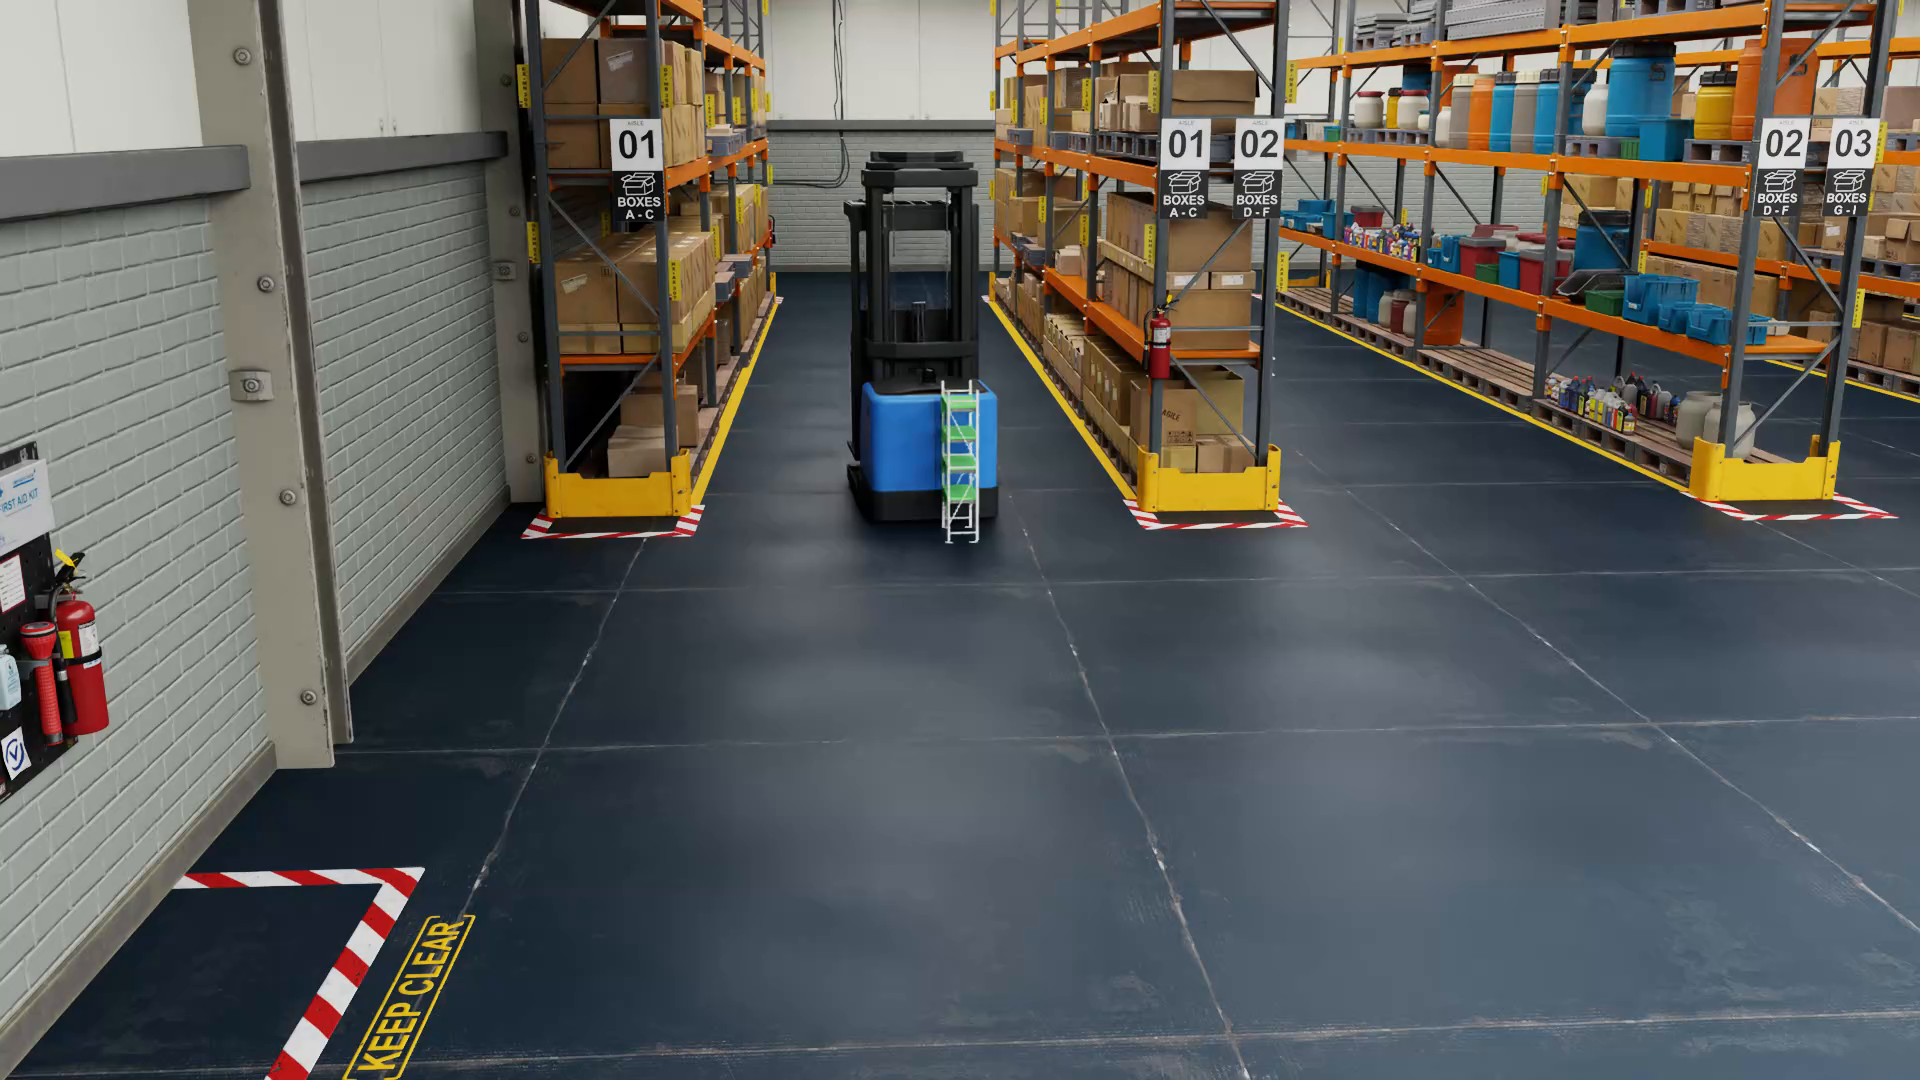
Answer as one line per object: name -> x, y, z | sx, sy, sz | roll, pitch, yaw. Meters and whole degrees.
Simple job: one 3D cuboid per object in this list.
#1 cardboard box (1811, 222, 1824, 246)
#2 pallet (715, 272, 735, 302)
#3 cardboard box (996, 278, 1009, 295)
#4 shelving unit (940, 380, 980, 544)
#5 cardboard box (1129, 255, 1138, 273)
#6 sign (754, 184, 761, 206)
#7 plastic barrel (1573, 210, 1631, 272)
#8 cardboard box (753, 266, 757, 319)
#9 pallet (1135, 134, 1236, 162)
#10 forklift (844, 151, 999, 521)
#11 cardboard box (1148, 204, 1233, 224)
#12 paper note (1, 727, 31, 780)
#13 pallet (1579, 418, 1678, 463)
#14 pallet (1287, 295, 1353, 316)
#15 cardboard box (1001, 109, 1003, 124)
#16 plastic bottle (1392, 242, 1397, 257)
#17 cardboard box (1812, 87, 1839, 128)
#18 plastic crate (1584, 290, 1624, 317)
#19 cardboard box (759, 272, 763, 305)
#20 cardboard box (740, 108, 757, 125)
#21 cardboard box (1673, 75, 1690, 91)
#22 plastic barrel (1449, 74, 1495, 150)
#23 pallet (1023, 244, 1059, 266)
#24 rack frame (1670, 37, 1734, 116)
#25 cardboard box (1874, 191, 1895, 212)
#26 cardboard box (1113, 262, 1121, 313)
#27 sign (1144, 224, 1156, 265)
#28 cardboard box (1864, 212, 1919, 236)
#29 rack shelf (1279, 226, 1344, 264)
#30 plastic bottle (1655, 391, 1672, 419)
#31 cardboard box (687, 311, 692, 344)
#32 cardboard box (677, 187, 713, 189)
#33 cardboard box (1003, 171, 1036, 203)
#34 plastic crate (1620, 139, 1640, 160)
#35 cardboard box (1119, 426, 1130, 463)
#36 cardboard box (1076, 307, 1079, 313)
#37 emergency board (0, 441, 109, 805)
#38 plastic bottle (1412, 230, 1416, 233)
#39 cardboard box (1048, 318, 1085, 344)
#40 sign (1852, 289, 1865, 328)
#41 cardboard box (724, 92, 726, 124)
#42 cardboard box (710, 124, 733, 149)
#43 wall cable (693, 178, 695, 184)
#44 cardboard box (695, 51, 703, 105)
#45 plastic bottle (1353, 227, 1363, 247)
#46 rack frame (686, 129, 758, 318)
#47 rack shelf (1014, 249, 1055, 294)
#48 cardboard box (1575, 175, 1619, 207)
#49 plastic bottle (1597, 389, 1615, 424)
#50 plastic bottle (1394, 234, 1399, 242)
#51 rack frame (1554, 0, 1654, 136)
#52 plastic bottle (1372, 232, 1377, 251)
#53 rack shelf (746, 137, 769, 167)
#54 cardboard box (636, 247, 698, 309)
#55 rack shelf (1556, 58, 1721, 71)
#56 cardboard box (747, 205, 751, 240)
cardboard box -> 11.732, -4.060, 22.586 | 0.500, 0.500, 0.500 | 0, 14, -2
pallet -> -2.995, -2.762, 18.126 | 1.003, 0.211, 1.213 | -1, 14, -3
cardboard box -> 0.889, -4.342, 28.517 | 0.500, 0.250, 0.500 | -1, 14, -3
shelving unit -> -0.002, -0.617, 13.015 | 0.258, 1.200, 0.503 | -1, 14, -6
cardboard box -> 1.786, -2.585, 15.553 | 0.380, 0.149, 0.250 | -1, 14, -4
sign -> -3.048, -5.185, 24.995 | 0.100, 0.325, 0.005 | -1, 14, -3
plastic barrel -> 7.073, -3.159, 18.278 | 0.600, 0.901, 0.708 | -1, 14, -3
cardboard box -> -3.419, -3.655, 24.682 | 0.750, 0.750, 0.750 | -1, 14, -3
pallet -> 2.081, -3.331, 14.111 | 1.003, 0.211, 1.213 | -1, 14, -3
forklift -> -0.419, -1.889, 14.488 | 1.130, 2.935, 3.031 | -2, 15, -8
cardboard box -> 2.041, -2.682, 14.626 | 0.700, 0.500, 0.500 | -1, 14, -5
paper note -> -3.323, 0.751, 5.857 | 0.016, 0.148, 0.142 | -1, 14, -3
pallet -> 6.873, -0.993, 16.463 | 1.003, 0.211, 1.213 | -1, 14, -3
pallet -> 6.136, -3.941, 27.920 | 1.003, 0.211, 1.213 | -1, 14, -3
cardboard box -> 0.941, -6.966, 27.358 | 0.500, 0.250, 0.500 | -1, 14, -3
plastic bottle -> 6.057, -4.040, 23.106 | 0.097, 0.201, 0.097 | 0, 14, 0
cardboard box -> 11.263, -5.509, 21.194 | 0.500, 0.500, 0.500 | -1, 14, -3
plastic crate -> 6.597, -2.371, 16.646 | 0.450, 0.188, 0.662 | -1, 14, -3
cardboard box -> -3.590, -4.085, 27.058 | 0.700, 0.500, 0.500 | -1, 14, -2
cardboard box -> -3.369, -6.460, 25.351 | 0.500, 0.250, 0.500 | -1, 14, -4
cardboard box -> 11.191, -7.232, 26.344 | 0.500, 0.250, 0.500 | -2, 15, -7
plastic barrel -> 6.381, -5.298, 20.572 | 0.600, 0.901, 0.600 | 0, 14, 0
pallet -> 1.491, -3.809, 22.197 | 1.213, 0.211, 1.003 | -1, 14, -3
rack frame -> 11.243, -7.787, 25.231 | 1.000, 3.000, 0.127 | -1, 14, -3
cardboard box -> 15.818, -5.623, 28.063 | 0.500, 0.500, 0.500 | -1, 14, -5
cardboard box -> 1.924, -2.547, 16.705 | 0.700, 0.500, 0.500 | -1, 14, -4
sign -> 1.556, -2.416, 13.596 | 0.100, 0.325, 0.005 | -1, 14, -3
cardboard box -> 11.698, -3.868, 20.995 | 0.700, 0.500, 0.500 | 1, 14, 5
rack shelf -> 6.175, -4.954, 27.705 | 1.077, 0.370, 4.000 | -1, 14, -3
plastic bottle -> 7.160, -1.385, 16.973 | 0.152, 0.276, 0.135 | -1, 14, -2
cardboard box -> -2.605, -1.860, 14.496 | 0.500, 0.250, 0.500 | -1, 14, -5
cardboard box -> -3.745, -4.844, 23.492 | 0.500, 0.250, 0.500 | -1, 14, -5
cardboard box -> 0.970, -5.762, 27.193 | 0.500, 0.500, 0.500 | -1, 14, -4
plastic crate -> 6.621, -3.769, 16.060 | 0.336, 0.188, 0.450 | -1, 14, -3
cardboard box -> 1.727, -0.870, 15.063 | 0.500, 0.250, 0.500 | -1, 14, -3
cardboard box -> 1.822, -2.985, 22.741 | 0.500, 0.500, 0.500 | -1, 14, -5
emergency board -> -3.265, 0.279, 5.922 | 0.194, 1.169, 0.643 | -1, 14, -3
plastic bottle -> 6.700, -4.436, 24.495 | 0.152, 0.276, 0.135 | -1, 14, -3
cardboard box -> 1.383, -2.613, 20.711 | 0.500, 0.311, 0.500 | -1, 14, -5
sign -> 7.592, -1.962, 14.077 | 0.100, 0.325, 0.005 | -1, 14, -3
cardboard box -> -3.578, -5.883, 22.767 | 0.700, 0.500, 0.500 | -1, 14, -3
cardboard box -> -3.027, -4.902, 20.176 | 0.500, 0.311, 0.500 | -1, 14, -3
wall cable -> -4.860, -6.443, 30.008 | 0.084, 1.984, 1.851 | -1, 14, -3
cardboard box -> -2.747, -4.400, 15.841 | 0.500, 0.500, 0.500 | 0, 14, 0
plastic bottle -> 5.970, -4.533, 24.873 | 0.152, 0.276, 0.135 | -1, 14, -3
rack frame -> -3.589, -4.652, 25.087 | 1.000, 3.000, 0.127 | -1, 14, -3
rack shelf -> 1.479, -3.884, 23.545 | 1.077, 0.370, 4.000 | -1, 14, -3
cardboard box -> 10.824, -5.934, 28.270 | 0.500, 0.500, 0.500 | -1, 14, -5
plastic bottle -> 6.480, -1.340, 16.646 | 0.144, 0.351, 0.185 | 0, 14, -1
plastic bottle -> 6.158, -4.180, 23.487 | 0.061, 0.283, 0.133 | -1, 14, -3
rack frame -> 6.795, -5.721, 17.202 | 1.000, 3.000, 0.127 | -1, 14, -3
plastic bottle -> 5.999, -4.304, 23.995 | 0.097, 0.271, 0.097 | 0, 14, 0
rack shelf -> -3.713, -6.254, 26.736 | 1.077, 0.370, 4.000 | -1, 14, -3
cardboard box -> -2.621, -2.343, 14.869 | 0.500, 0.500, 0.500 | -1, 14, -5
rack shelf -> 11.119, -7.742, 27.304 | 1.077, 0.370, 4.000 | -1, 14, -3
cardboard box -> -3.245, -4.492, 23.626 | 0.500, 0.500, 0.500 | -1, 14, -3
